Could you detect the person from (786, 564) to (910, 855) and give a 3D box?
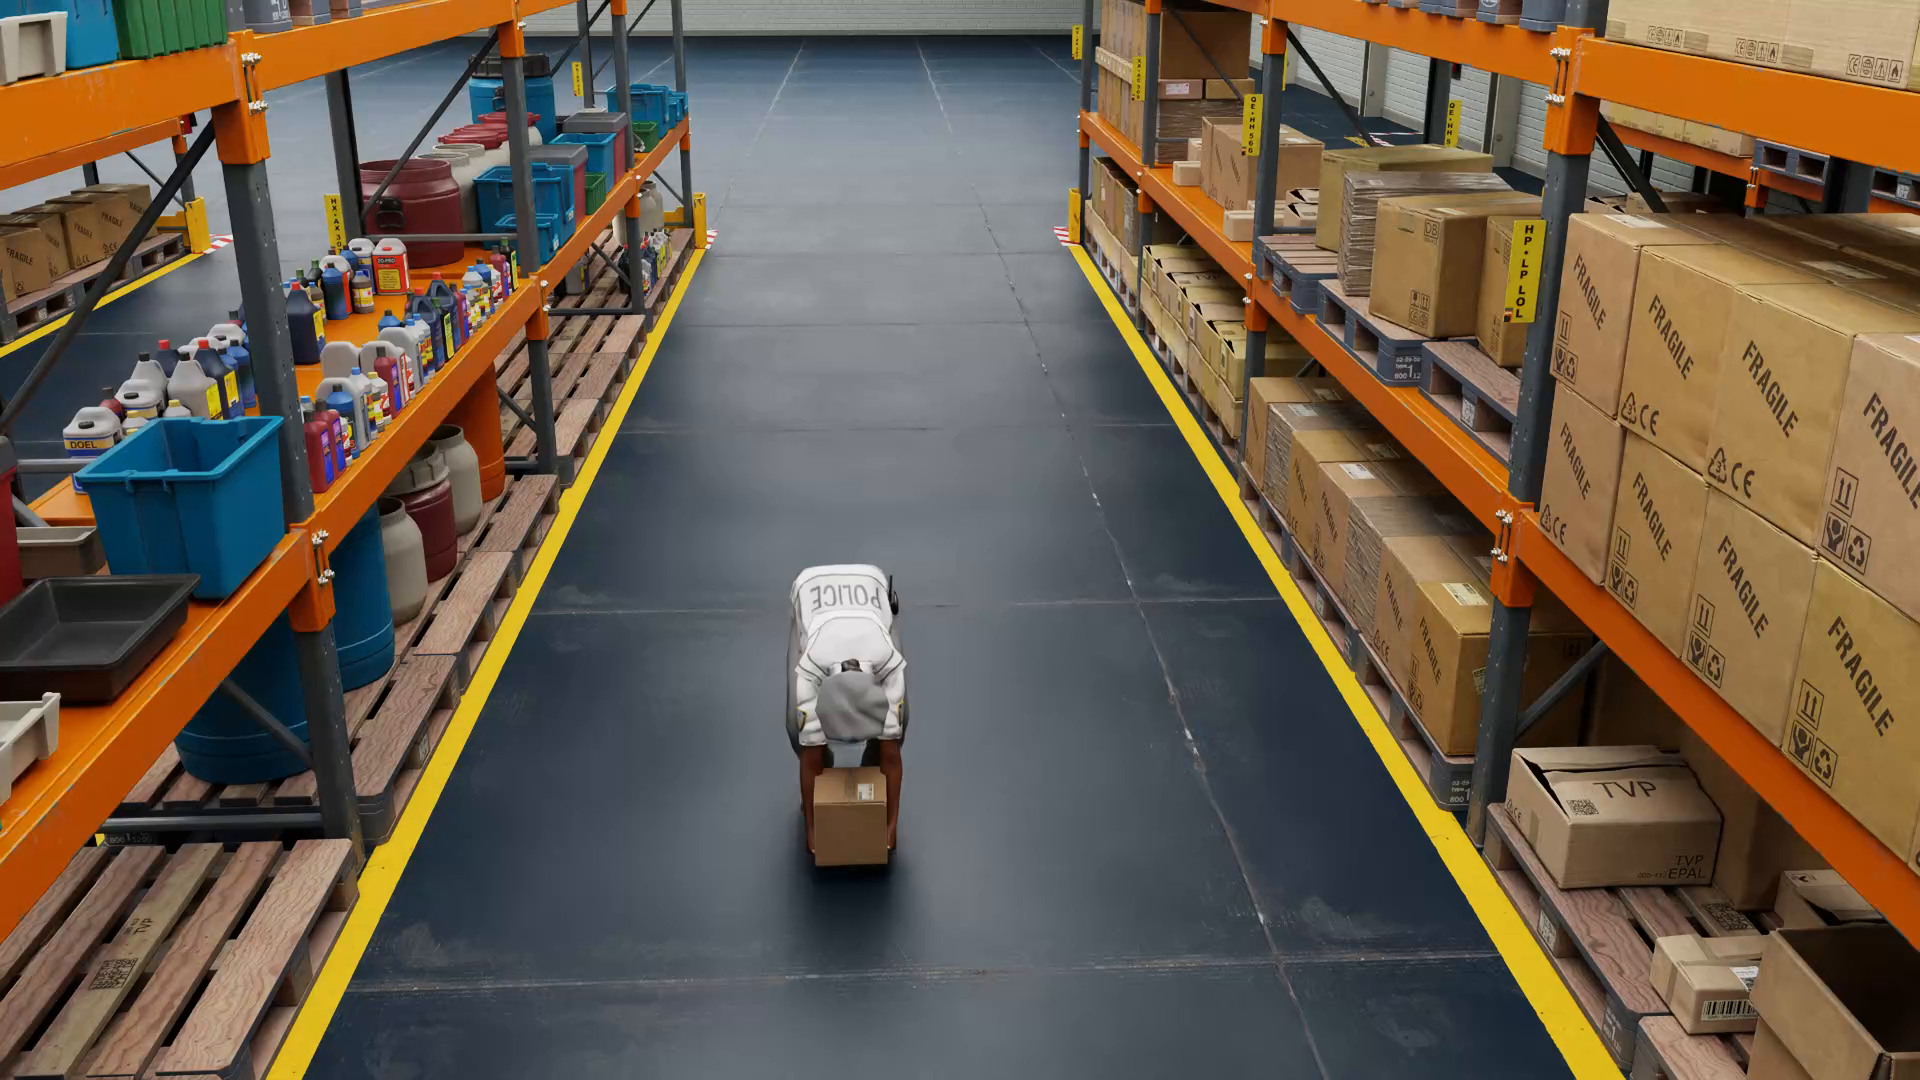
[{"bbox_3d":[-0.407,0.610,6.009,0.450,0.922,0.906,-2,21,-6],"label":"person"}]
